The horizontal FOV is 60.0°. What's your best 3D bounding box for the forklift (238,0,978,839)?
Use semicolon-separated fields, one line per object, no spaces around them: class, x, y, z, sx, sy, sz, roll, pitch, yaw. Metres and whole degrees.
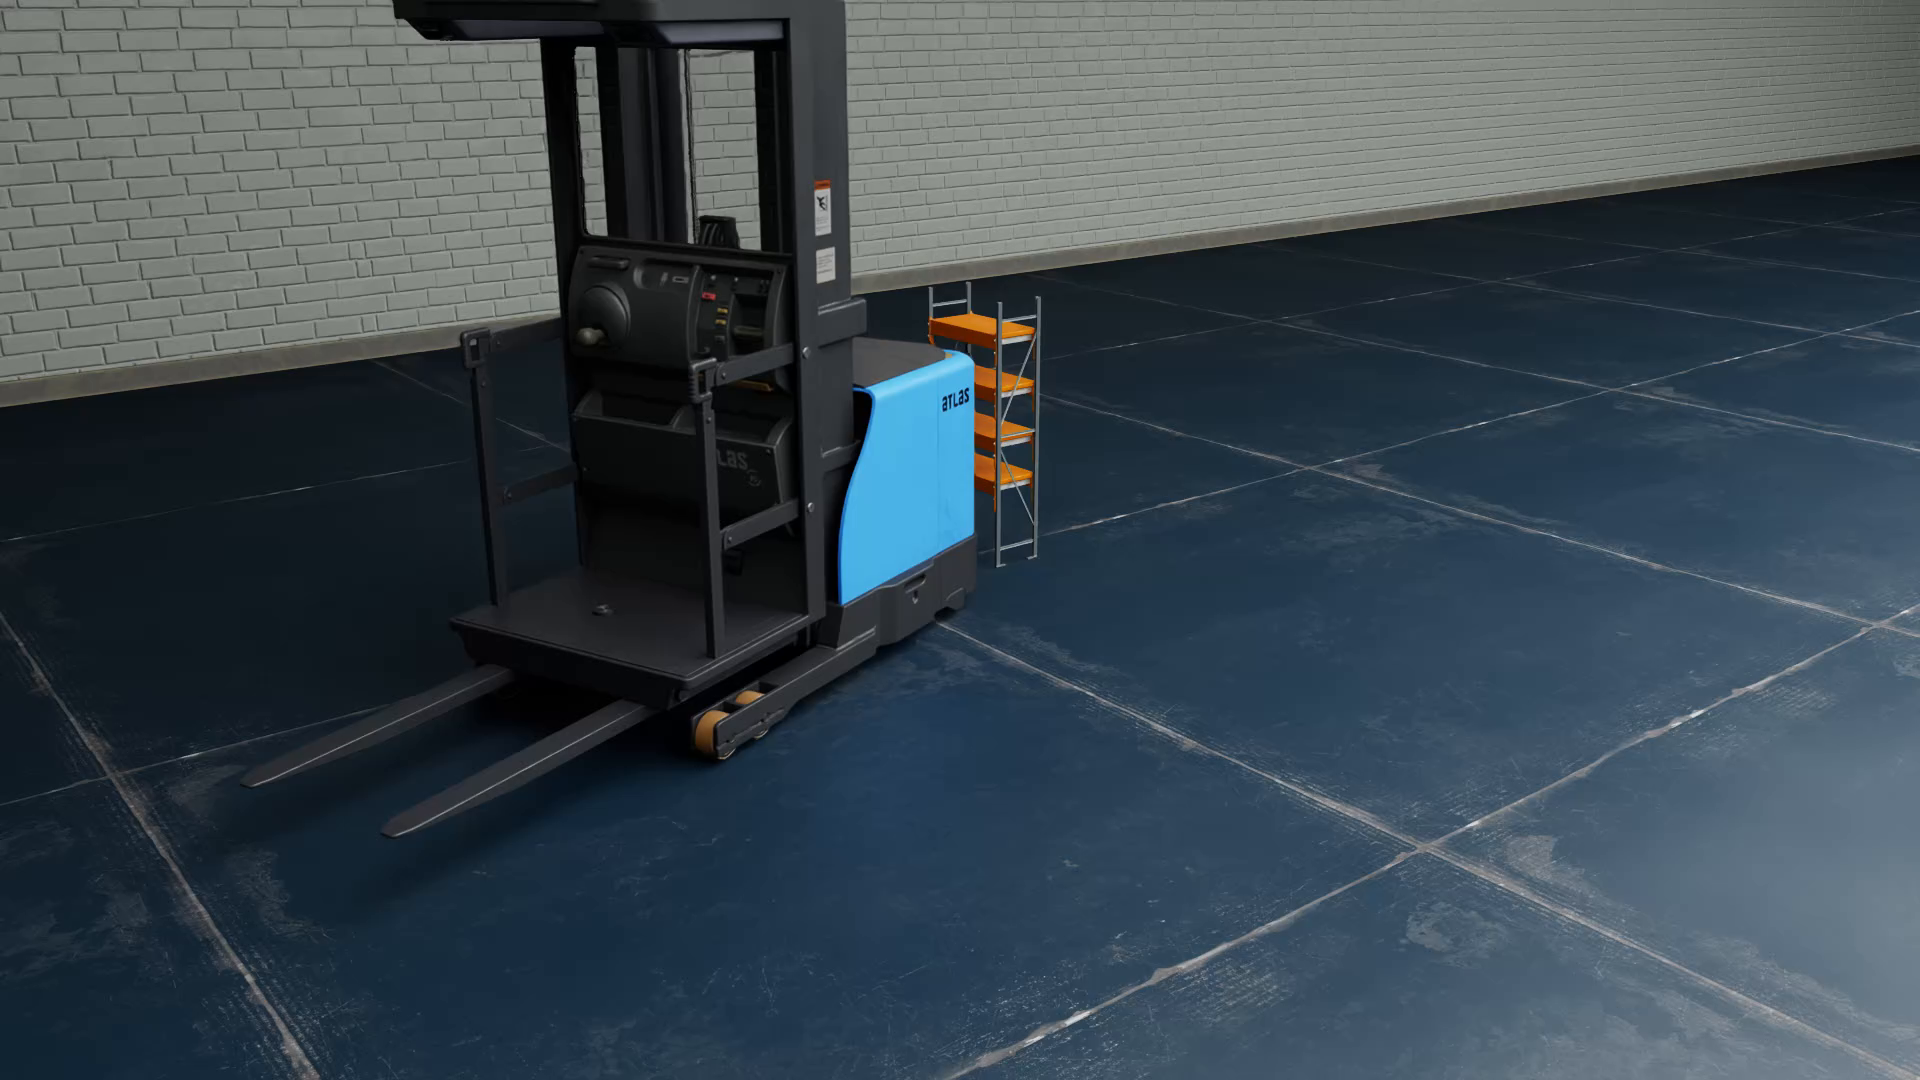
forklift;-1.106;-0.813;5.654;1.130;2.935;3.031;10;21;29

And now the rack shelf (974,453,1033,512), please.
rack shelf;0.103;-0.276;7.634;0.258;0.148;0.480;-14;23;-36

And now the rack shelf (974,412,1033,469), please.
rack shelf;0.103;-0.465;7.572;0.258;0.148;0.480;-14;23;-36

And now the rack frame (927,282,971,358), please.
rack frame;-0.049;-0.589;7.732;0.240;1.200;0.015;-14;23;-36

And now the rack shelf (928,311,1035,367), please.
rack shelf;0.103;-0.902;7.427;0.258;0.148;0.480;-14;23;-36

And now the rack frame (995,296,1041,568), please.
rack frame;0.254;-0.469;7.369;0.240;1.200;0.015;-14;23;-36

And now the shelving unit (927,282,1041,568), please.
shelving unit;0.103;-0.529;7.551;0.258;1.200;0.503;-14;23;-36

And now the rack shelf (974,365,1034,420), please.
rack shelf;0.103;-0.677;7.502;0.258;0.148;0.480;-14;23;-36
